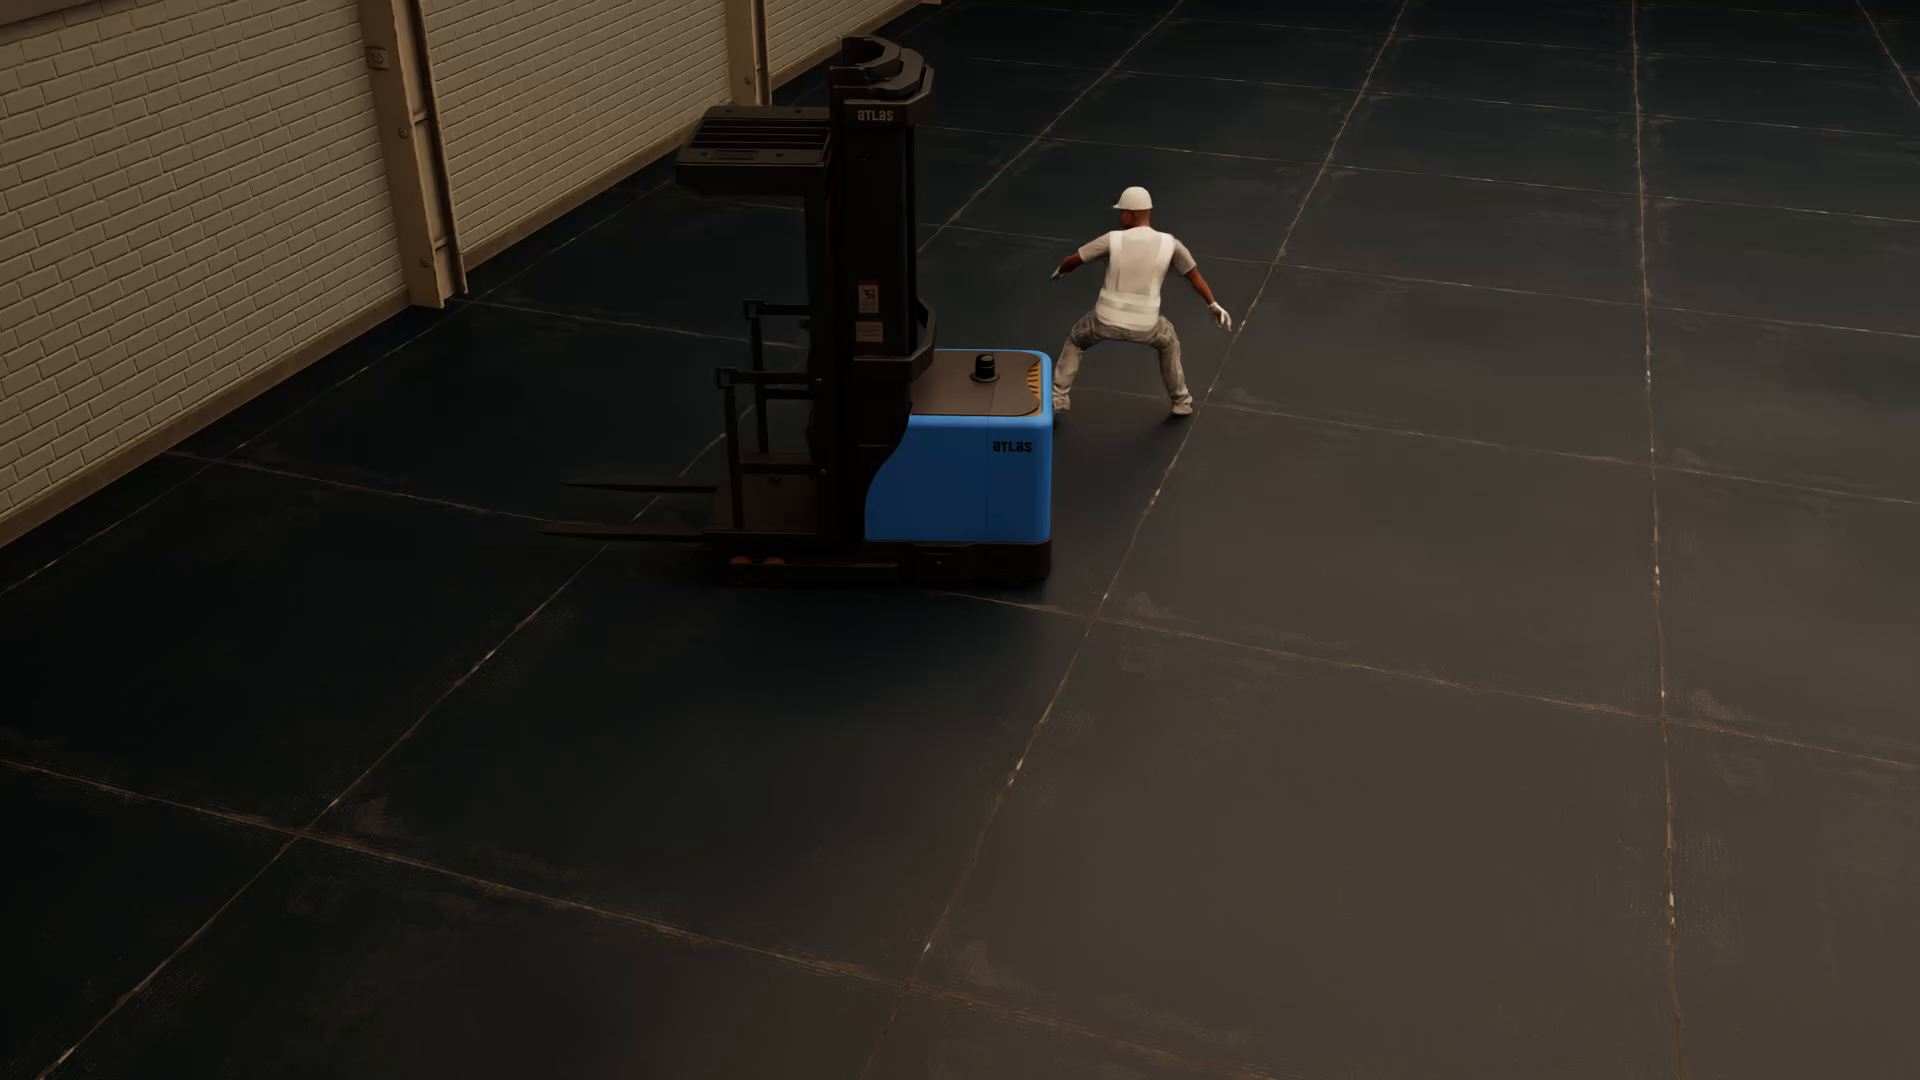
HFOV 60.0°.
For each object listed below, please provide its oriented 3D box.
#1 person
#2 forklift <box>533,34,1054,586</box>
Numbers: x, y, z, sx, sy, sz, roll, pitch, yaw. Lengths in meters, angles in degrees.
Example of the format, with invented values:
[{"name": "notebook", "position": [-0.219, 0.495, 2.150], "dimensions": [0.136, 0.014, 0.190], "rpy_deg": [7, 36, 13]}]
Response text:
[{"name": "person", "position": [1.203, -1.521, 11.218], "dimensions": [1.232, 1.696, 0.556], "rpy_deg": [3, 30, 5]}, {"name": "forklift", "position": [-0.973, -1.267, 9.358], "dimensions": [3.031, 2.935, 1.130], "rpy_deg": [1, 30, 2]}]
